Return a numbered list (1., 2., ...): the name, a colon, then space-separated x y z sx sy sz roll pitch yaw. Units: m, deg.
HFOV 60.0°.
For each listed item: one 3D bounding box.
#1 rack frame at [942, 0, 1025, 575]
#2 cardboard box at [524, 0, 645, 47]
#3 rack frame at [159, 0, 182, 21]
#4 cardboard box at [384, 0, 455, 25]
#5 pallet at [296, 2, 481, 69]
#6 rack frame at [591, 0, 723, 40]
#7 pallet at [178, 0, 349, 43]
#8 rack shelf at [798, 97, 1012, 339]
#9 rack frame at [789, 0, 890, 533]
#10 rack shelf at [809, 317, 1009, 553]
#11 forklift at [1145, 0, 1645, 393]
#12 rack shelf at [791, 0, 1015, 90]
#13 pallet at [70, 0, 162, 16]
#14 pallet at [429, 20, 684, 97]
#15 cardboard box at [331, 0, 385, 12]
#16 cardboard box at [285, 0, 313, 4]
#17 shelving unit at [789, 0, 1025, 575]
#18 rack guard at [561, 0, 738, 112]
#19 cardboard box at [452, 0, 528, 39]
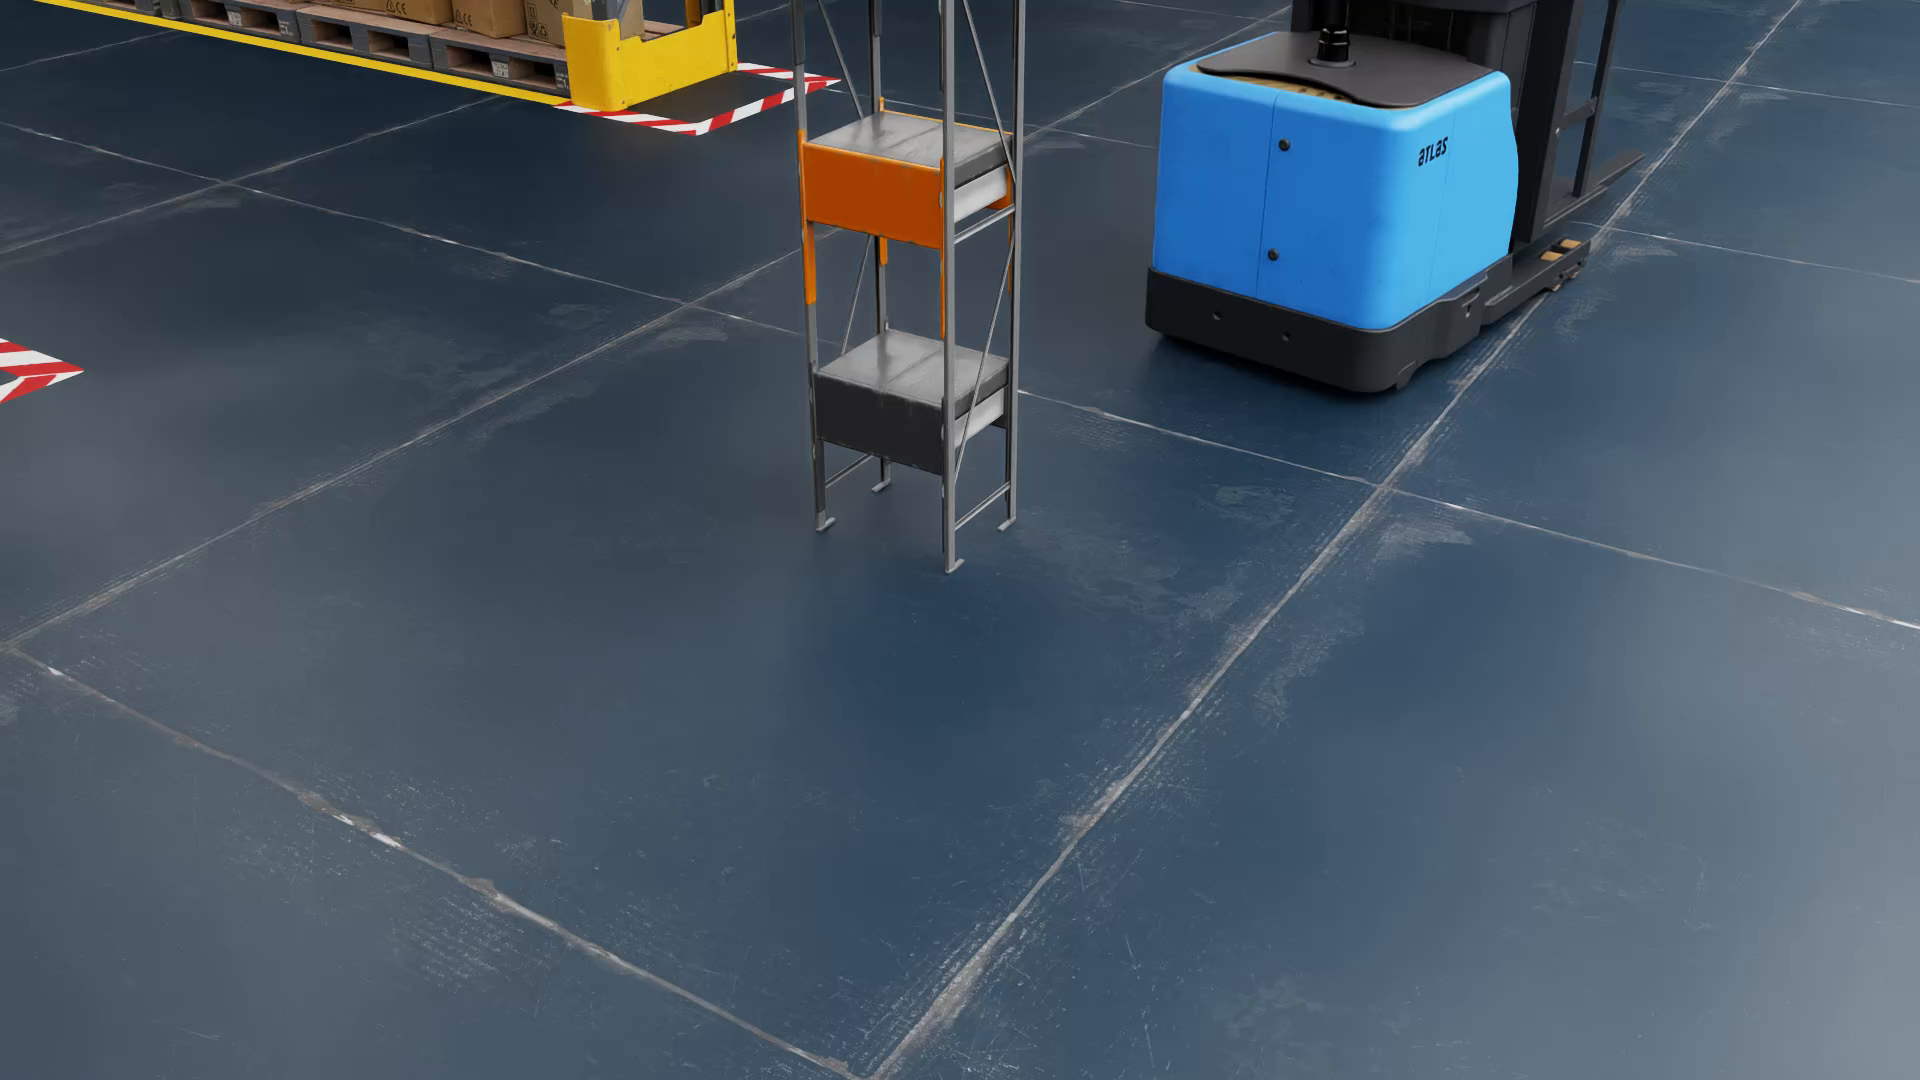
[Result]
1. rack frame: 0.066 -0.886 4.685 0.015 2.100 0.400 18 35 27
2. cardboard box: -2.252 -3.254 9.914 0.500 0.500 0.500 25 39 36
3. rack frame: -5.120 -5.049 10.928 0.127 3.000 1.000 18 35 27
4. cardboard box: -3.296 -3.575 10.465 0.500 0.500 0.500 21 36 32
5. pallet: -3.495 -3.353 10.788 1.213 0.211 1.003 18 35 27
6. rack frame: -1.732 -3.977 9.091 0.127 3.000 1.000 18 35 27
7. pallet: -4.532 -3.680 11.348 1.213 0.211 1.003 18 35 27
8. rack shelf: -0.140 -0.940 4.804 0.480 0.518 0.431 18 35 27
9. rack frame: -0.347 -1.017 4.909 0.015 2.100 0.400 18 35 27
10. rack shelf: -0.140 -0.335 5.157 0.480 0.518 0.431 18 35 27
11. forklift: 2.067 -2.468 6.571 1.130 2.935 3.031 23 37 34
12. rack shelf: -0.140 -1.544 4.451 0.480 0.518 0.431 18 35 27
13. pallet: -5.780 -4.052 11.987 1.213 0.211 1.003 18 35 27
14. pallet: -2.465 -3.026 10.227 1.213 0.211 1.003 18 35 27
15. cardboard box: -3.745 -3.743 10.754 0.500 0.500 0.500 14 33 23
16. cardboard box: -4.313 -3.876 10.981 0.500 0.500 0.500 -23 37 -33
17. shelving unit: -0.140 -0.951 4.797 0.503 2.100 0.431 18 35 27
18. rack guard: -1.796 -2.918 9.756 0.348 0.500 1.175 18 35 27
19. cardboard box: -2.776 -3.399 10.163 0.500 0.500 0.500 -25 38 -36
